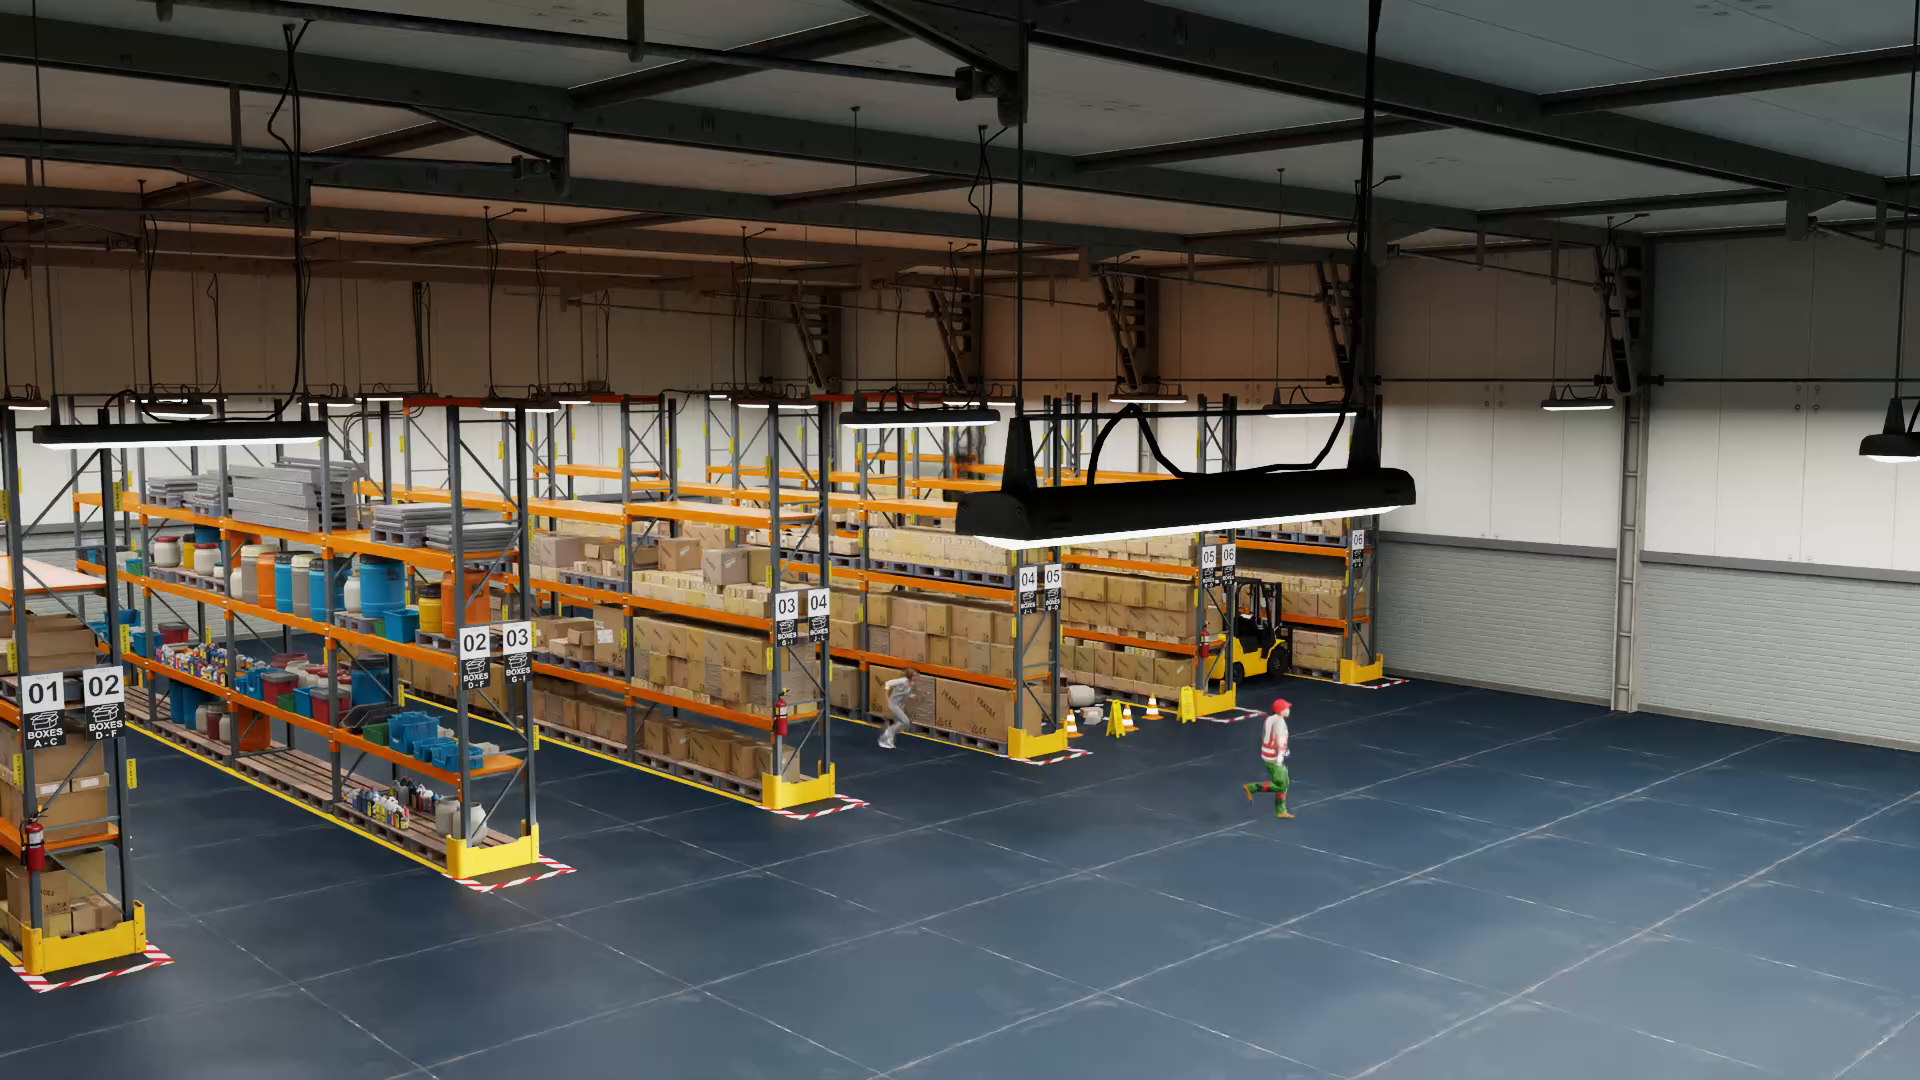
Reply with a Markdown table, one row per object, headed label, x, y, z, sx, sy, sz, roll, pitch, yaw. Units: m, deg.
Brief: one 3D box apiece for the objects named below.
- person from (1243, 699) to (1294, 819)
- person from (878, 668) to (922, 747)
| label | x | y | z | sx | sy | sz | roll | pitch | yaw |
| --- | --- | --- | --- | --- | --- | --- | --- | --- | --- |
| person | 4.460 | 3.169 | 24.002 | 0.778 | 1.752 | 0.683 | -1 | 6 | -6 |
| person | -1.048 | 2.876 | 28.372 | 0.831 | 1.431 | 0.566 | 3 | 6 | 28 |
